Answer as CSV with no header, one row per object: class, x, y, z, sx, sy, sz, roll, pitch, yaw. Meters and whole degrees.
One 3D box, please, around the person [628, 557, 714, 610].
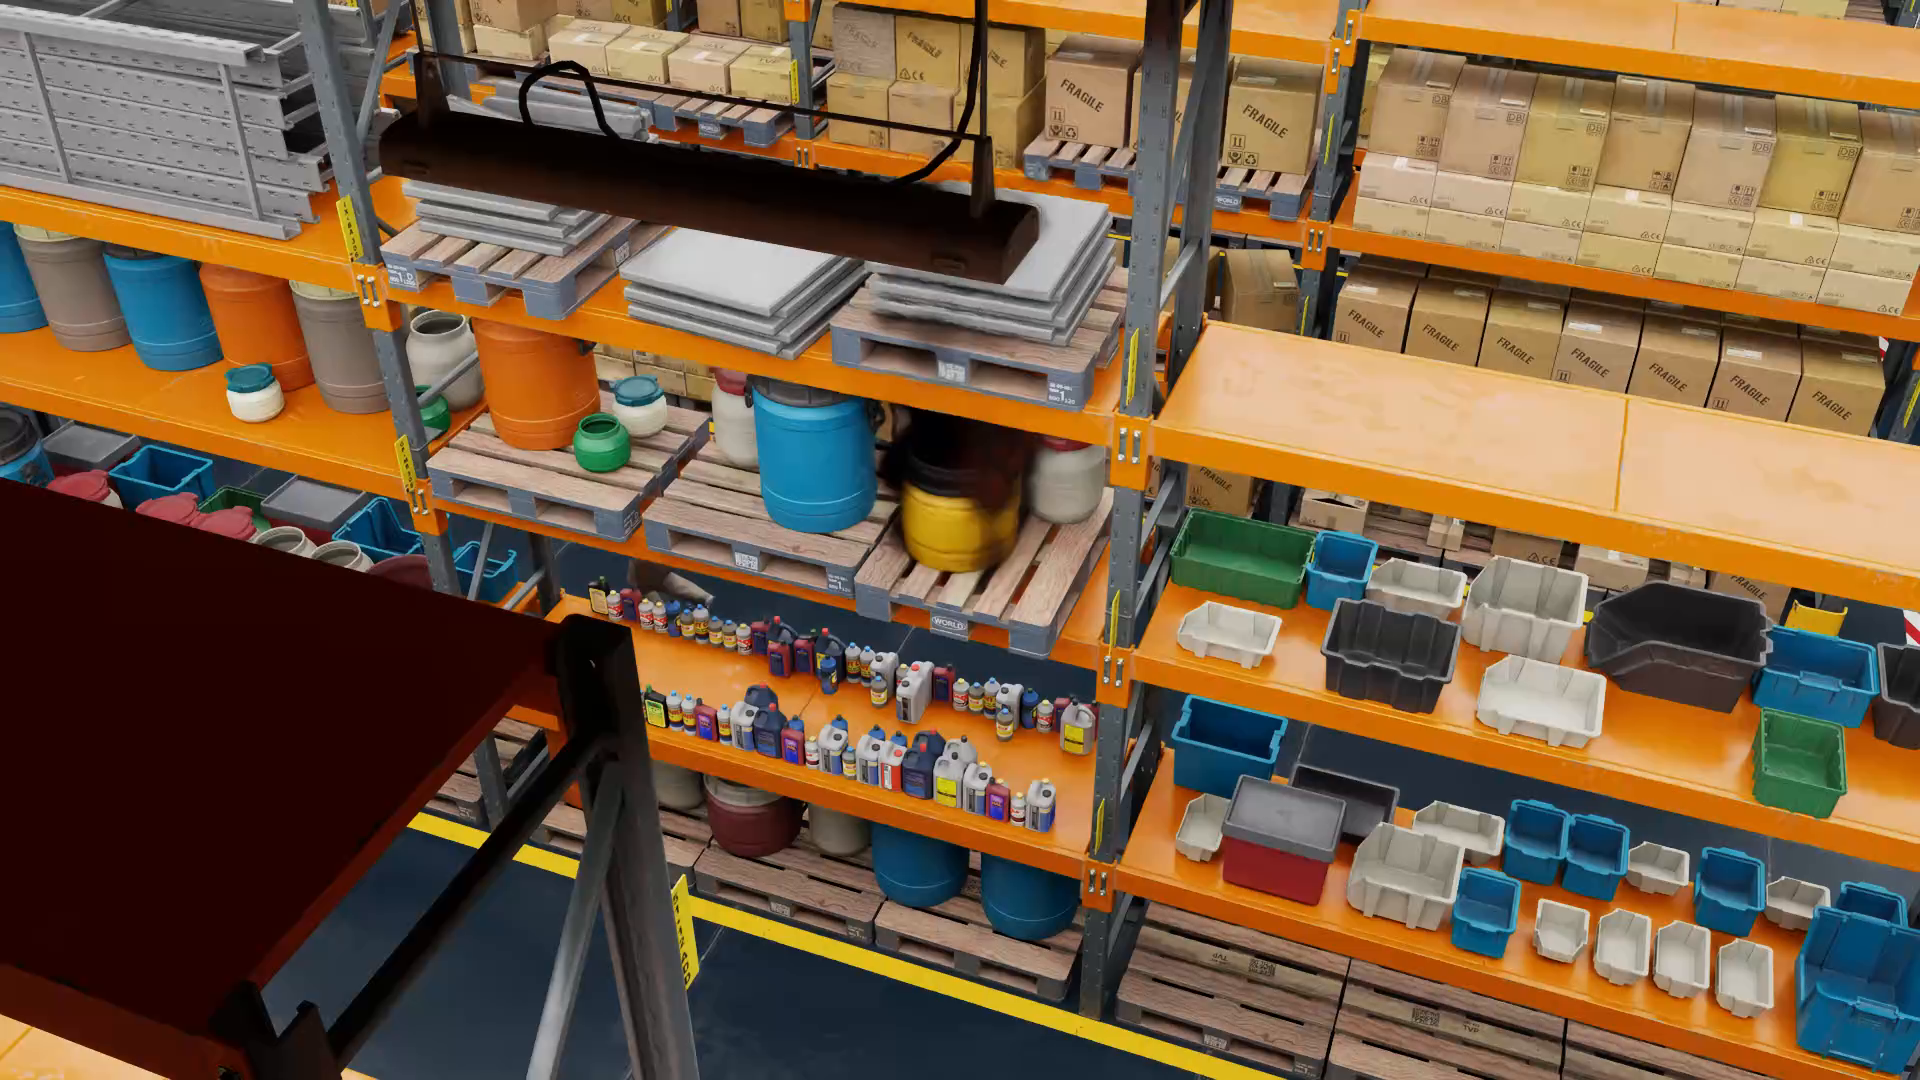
person,-2.133,0.072,11.906,0.598,1.687,0.672,14,39,18
